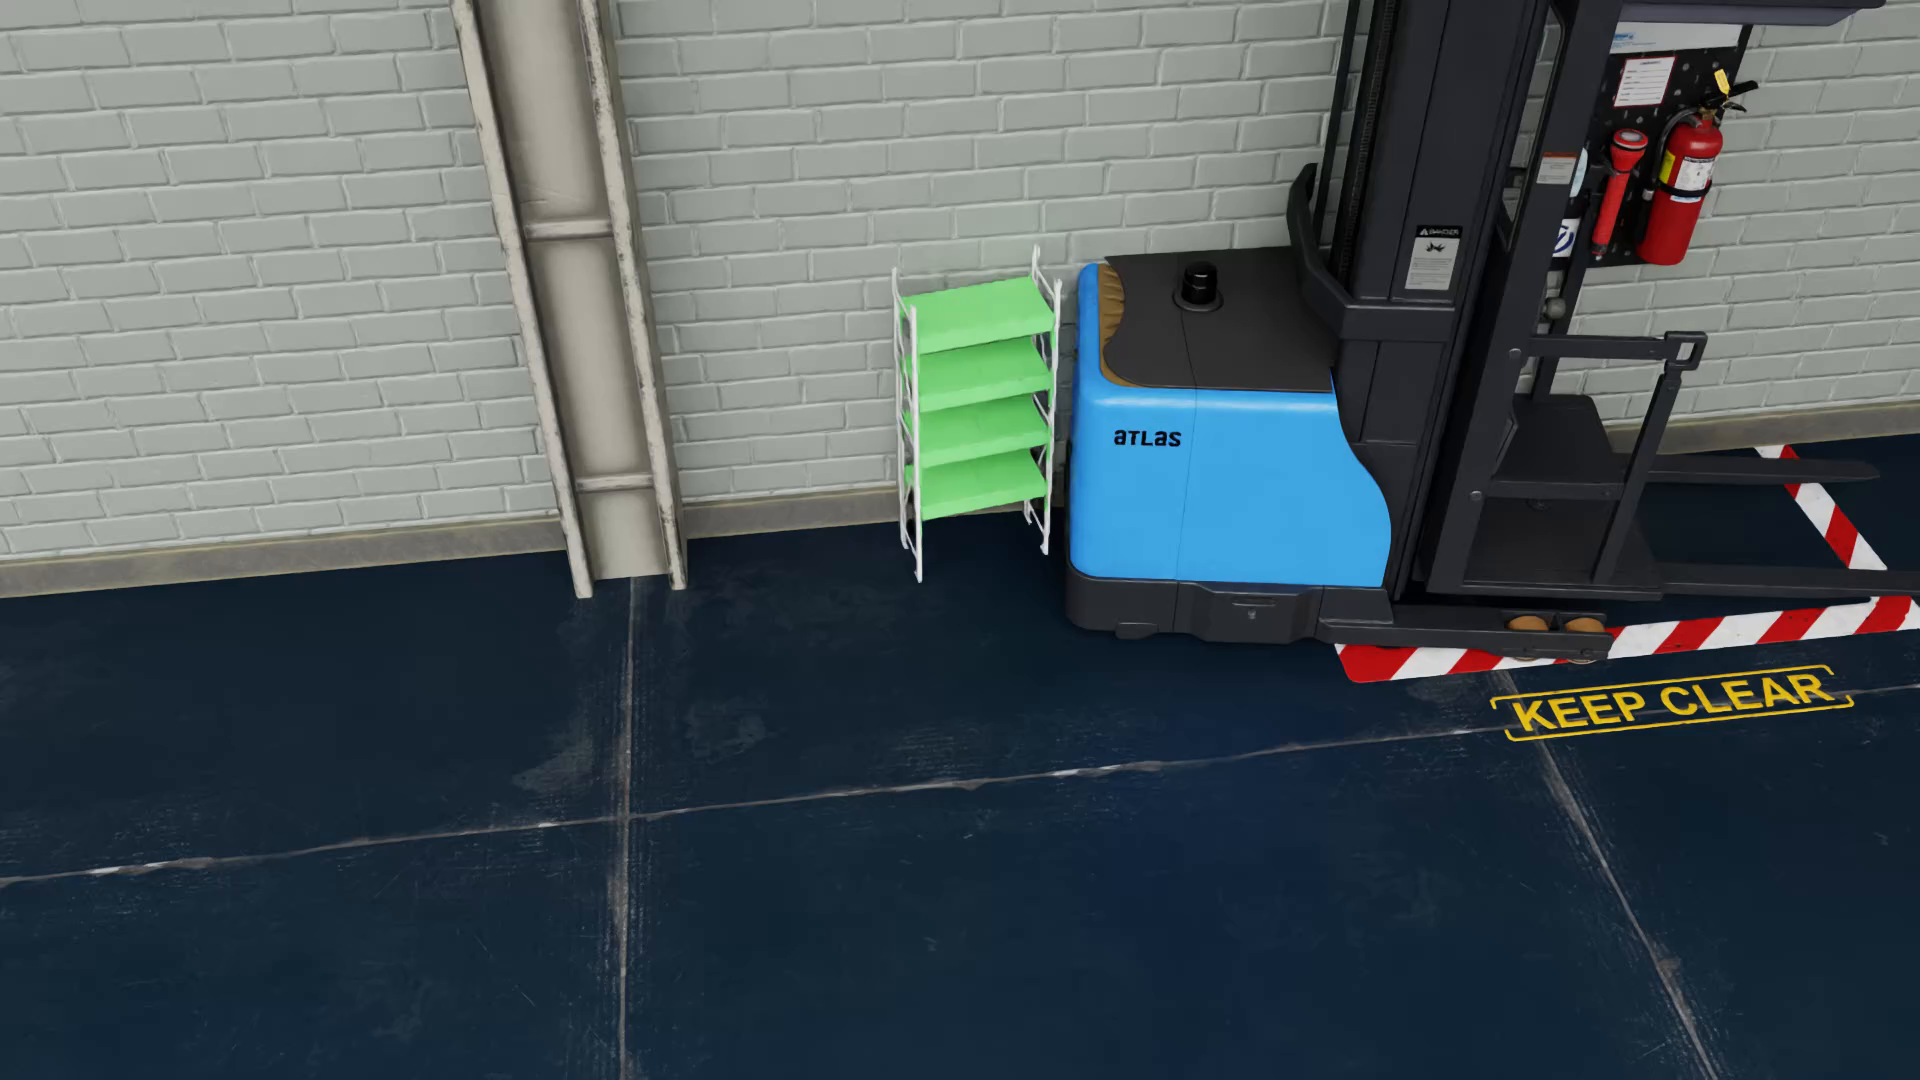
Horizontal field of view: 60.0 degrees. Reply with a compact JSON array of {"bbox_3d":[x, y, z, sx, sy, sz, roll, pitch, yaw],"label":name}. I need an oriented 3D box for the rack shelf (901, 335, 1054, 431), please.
[{"bbox_3d":[0.053,-0.547,5.698,0.480,0.148,0.258,-12,43,-13],"label":"rack shelf"}]

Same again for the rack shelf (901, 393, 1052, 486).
[{"bbox_3d":[0.053,-0.369,5.858,0.480,0.148,0.258,-12,43,-13],"label":"rack shelf"}]

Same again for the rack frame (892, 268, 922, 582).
[{"bbox_3d":[-0.180,-0.368,5.763,0.015,1.200,0.240,-12,43,-13],"label":"rack frame"}]

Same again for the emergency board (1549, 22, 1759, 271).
[{"bbox_3d":[2.284,-1.354,5.511,0.643,1.169,0.194,-5,42,-6],"label":"emergency board"}]

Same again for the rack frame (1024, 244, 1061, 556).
[{"bbox_3d":[0.286,-0.464,5.868,0.015,1.200,0.240,-12,43,-13],"label":"rack frame"}]

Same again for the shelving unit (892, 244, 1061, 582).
[{"bbox_3d":[0.053,-0.416,5.816,0.503,1.200,0.258,-12,43,-13],"label":"shelving unit"}]

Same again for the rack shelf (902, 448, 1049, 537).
[{"bbox_3d":[0.053,-0.191,6.019,0.480,0.148,0.258,-12,43,-13],"label":"rack shelf"}]

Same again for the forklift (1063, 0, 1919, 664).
[{"bbox_3d":[1.899,-1.025,5.198,3.031,2.935,1.130,2,42,2],"label":"forklift"}]

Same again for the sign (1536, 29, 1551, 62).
[{"bbox_3d":[1.728,-1.579,5.339,0.331,0.109,0.001,-5,42,-6],"label":"sign"}]

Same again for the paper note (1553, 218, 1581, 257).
[{"bbox_3d":[2.100,-1.057,5.840,0.142,0.148,0.016,-5,42,-6],"label":"paper note"}]

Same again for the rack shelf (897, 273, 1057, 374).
[{"bbox_3d":[0.053,-0.725,5.537,0.480,0.148,0.258,-12,43,-13],"label":"rack shelf"}]
